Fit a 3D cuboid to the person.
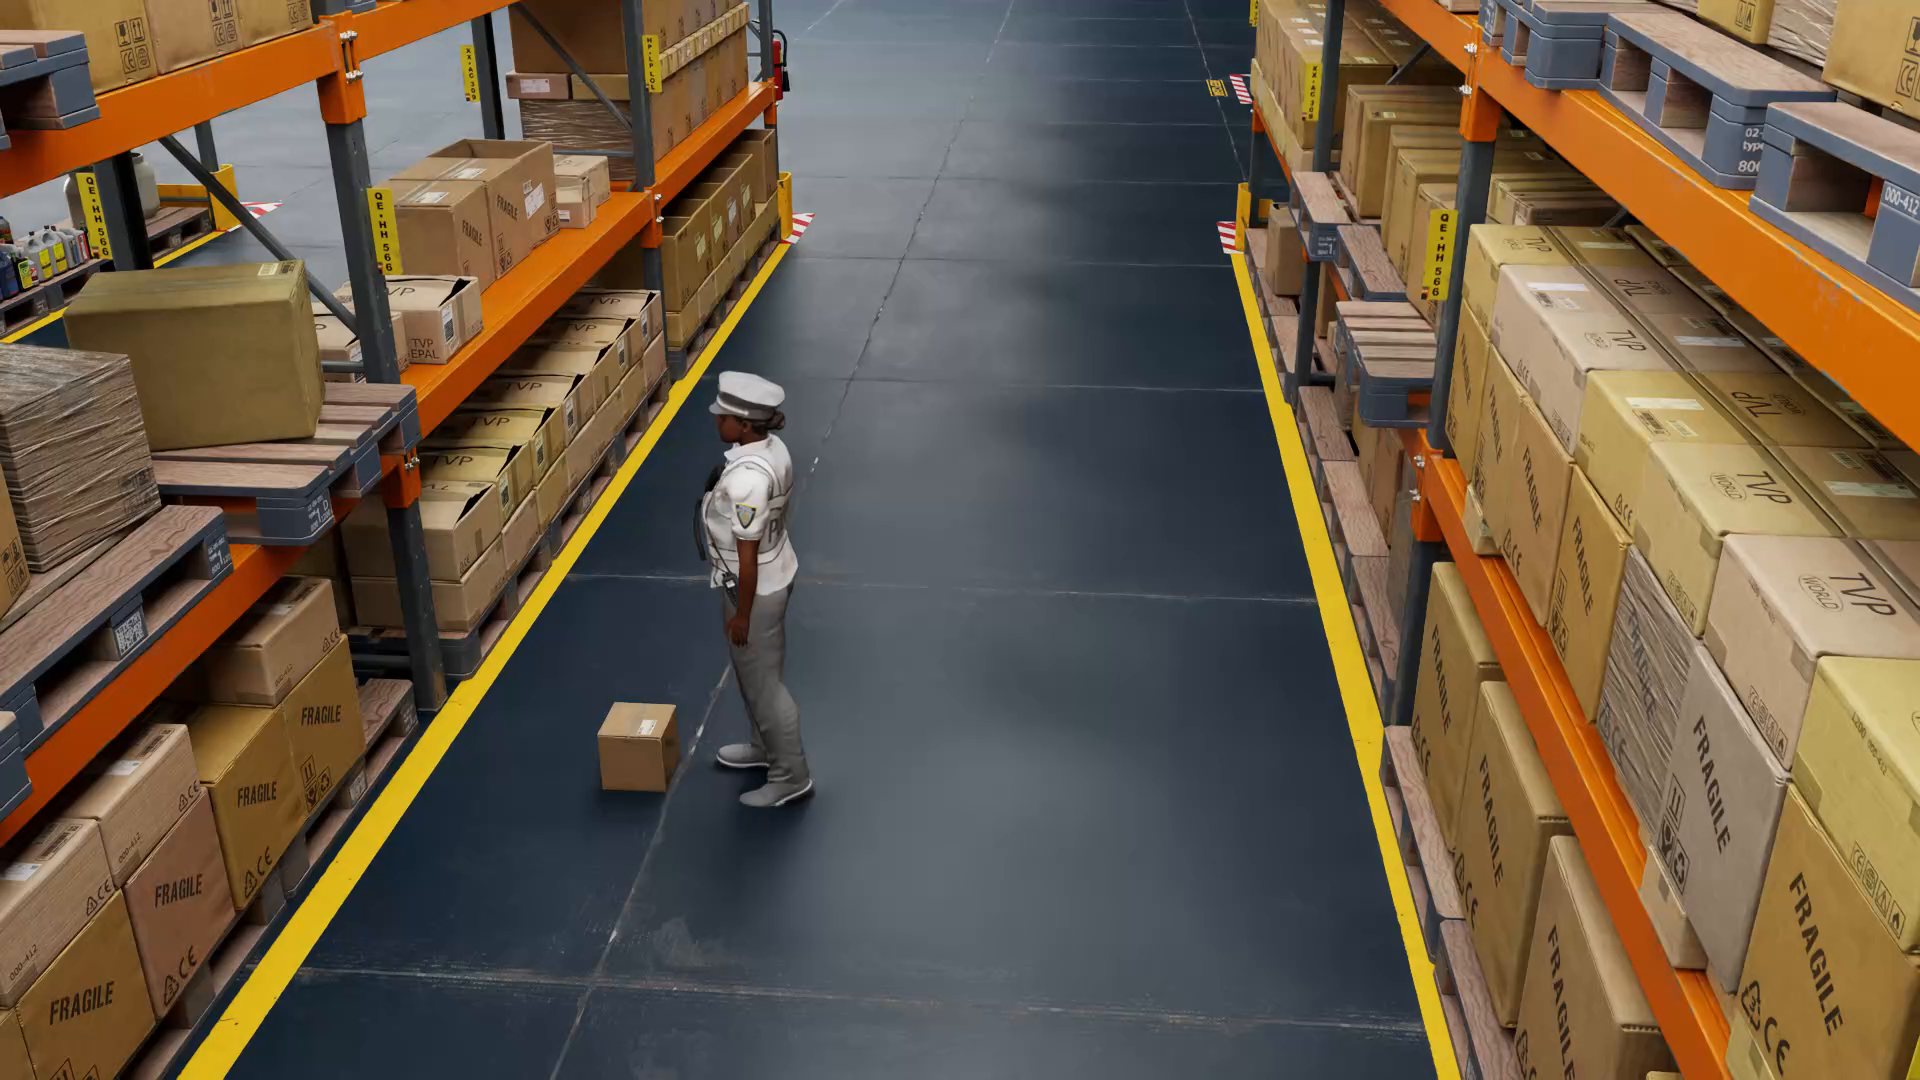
[{"bbox_3d":[-0.777,0.194,6.194,0.416,1.713,0.441,2,25,5],"label":"person"}]
